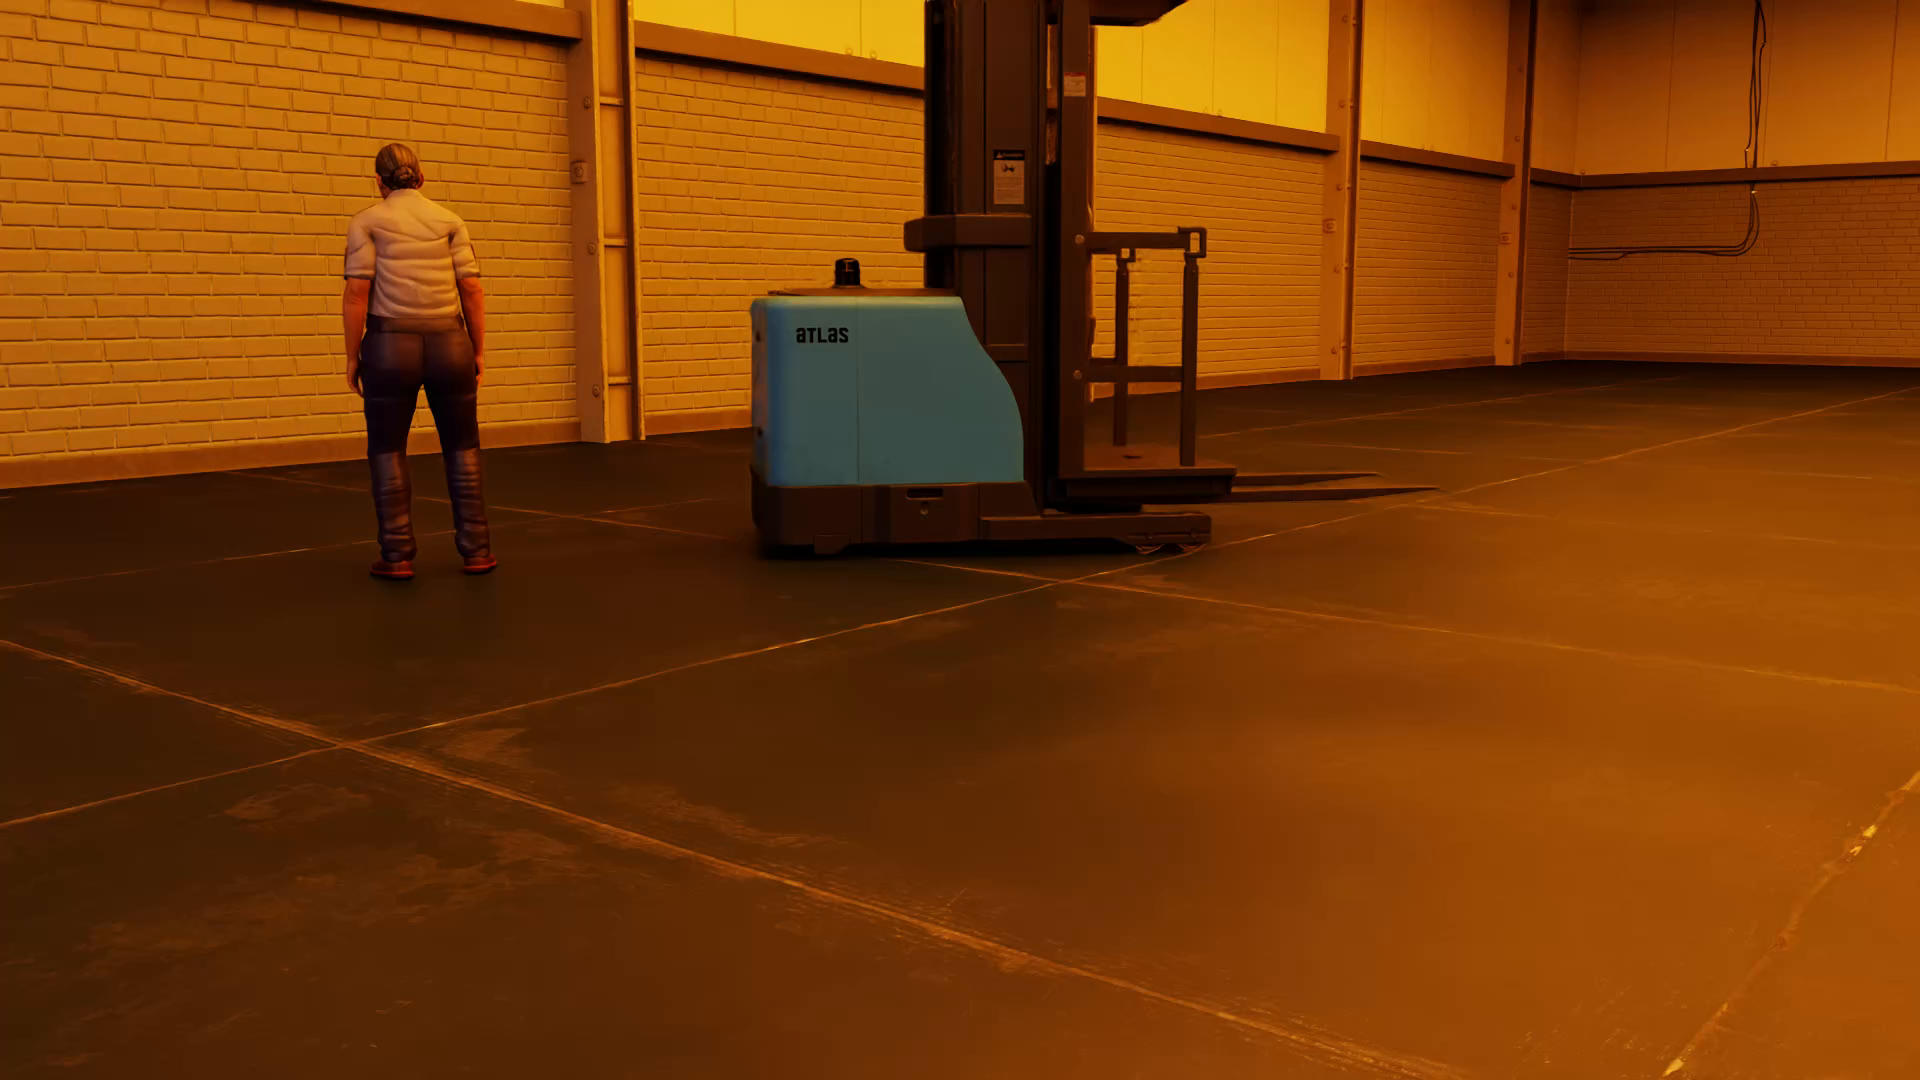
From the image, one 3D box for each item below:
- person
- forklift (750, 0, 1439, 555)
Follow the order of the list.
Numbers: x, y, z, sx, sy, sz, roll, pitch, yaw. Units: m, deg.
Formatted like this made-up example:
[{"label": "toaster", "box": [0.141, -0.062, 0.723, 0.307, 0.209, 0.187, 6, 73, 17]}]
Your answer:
[{"label": "person", "box": [-2.068, -0.682, 6.373, 0.557, 1.650, 0.369, -4, 9, -28]}, {"label": "forklift", "box": [0.609, -1.471, 7.332, 3.031, 2.935, 1.130, -2, 8, -11]}]
